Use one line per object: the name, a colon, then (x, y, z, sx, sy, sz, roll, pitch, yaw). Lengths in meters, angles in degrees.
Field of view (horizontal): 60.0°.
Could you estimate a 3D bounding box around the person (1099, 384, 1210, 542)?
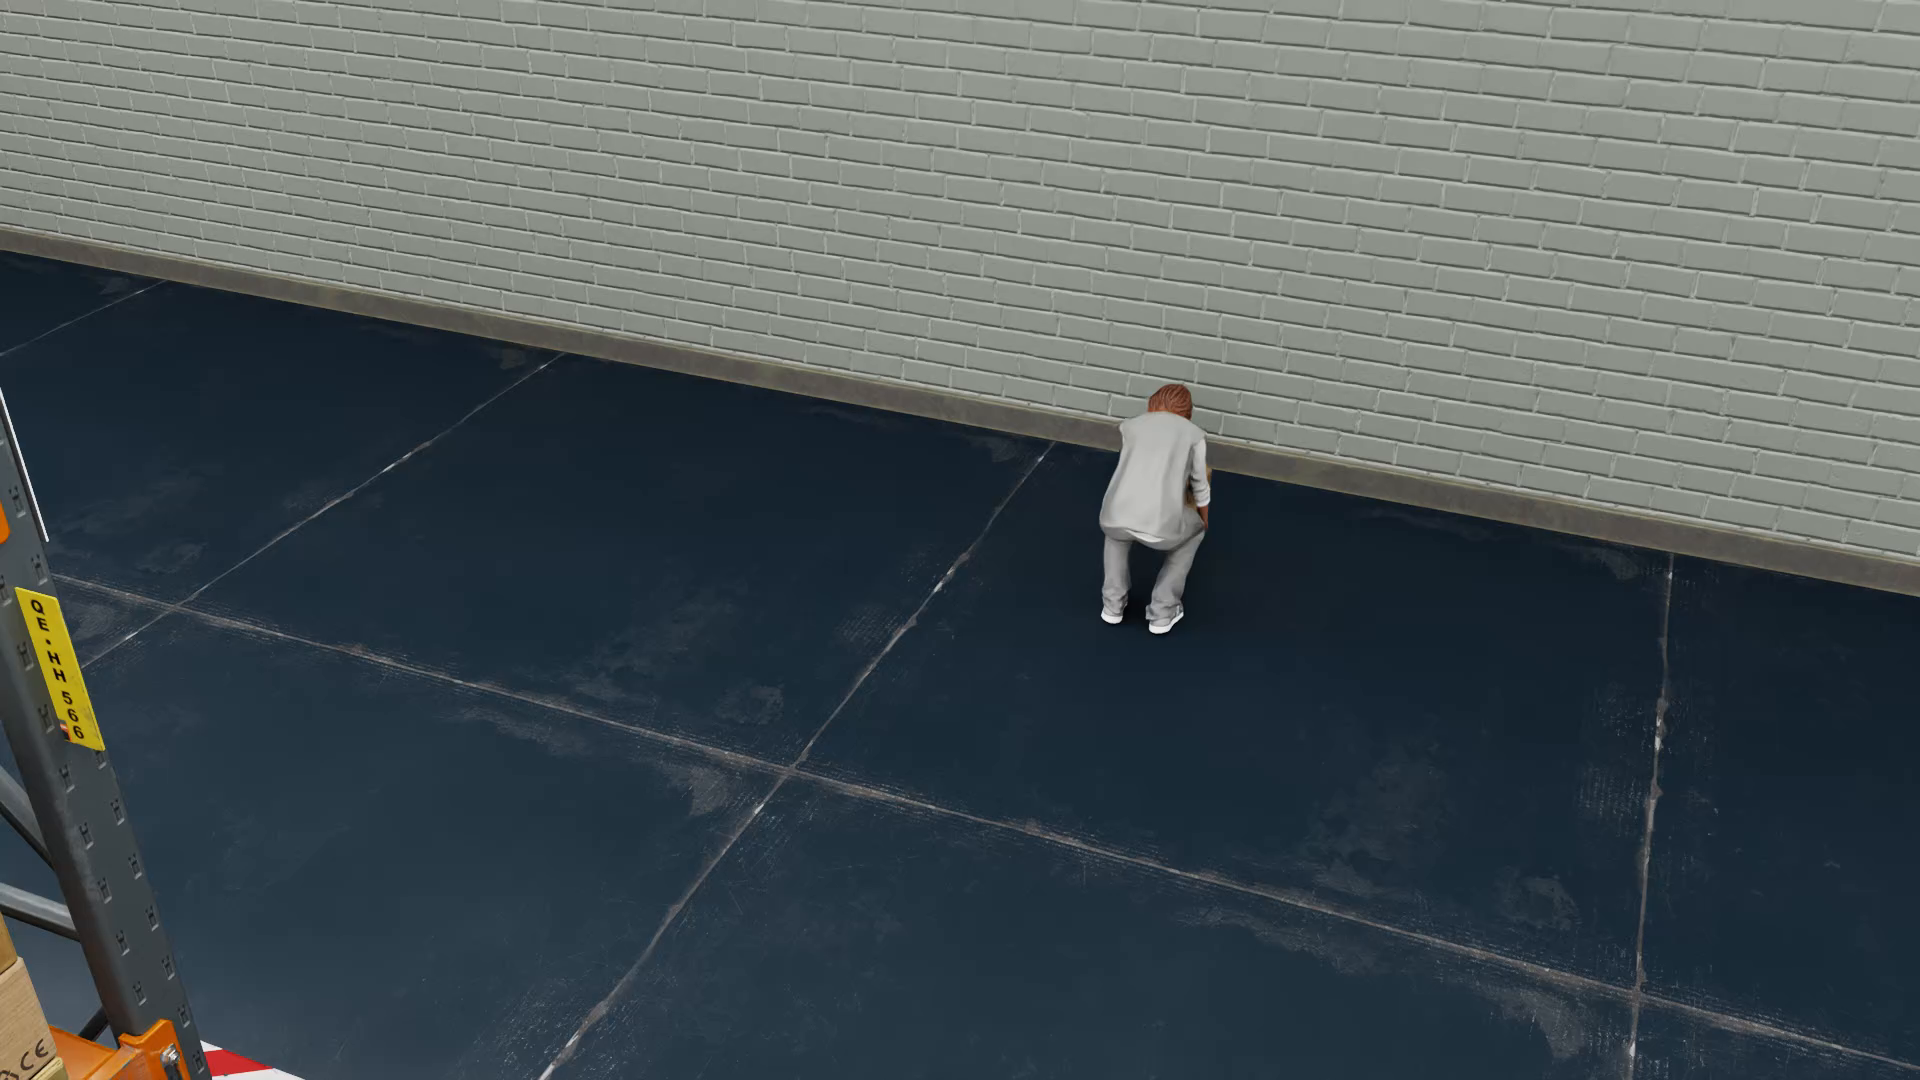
person: (0.820, -0.200, 7.006, 0.388, 0.703, 0.851, 10, 32, 17)
